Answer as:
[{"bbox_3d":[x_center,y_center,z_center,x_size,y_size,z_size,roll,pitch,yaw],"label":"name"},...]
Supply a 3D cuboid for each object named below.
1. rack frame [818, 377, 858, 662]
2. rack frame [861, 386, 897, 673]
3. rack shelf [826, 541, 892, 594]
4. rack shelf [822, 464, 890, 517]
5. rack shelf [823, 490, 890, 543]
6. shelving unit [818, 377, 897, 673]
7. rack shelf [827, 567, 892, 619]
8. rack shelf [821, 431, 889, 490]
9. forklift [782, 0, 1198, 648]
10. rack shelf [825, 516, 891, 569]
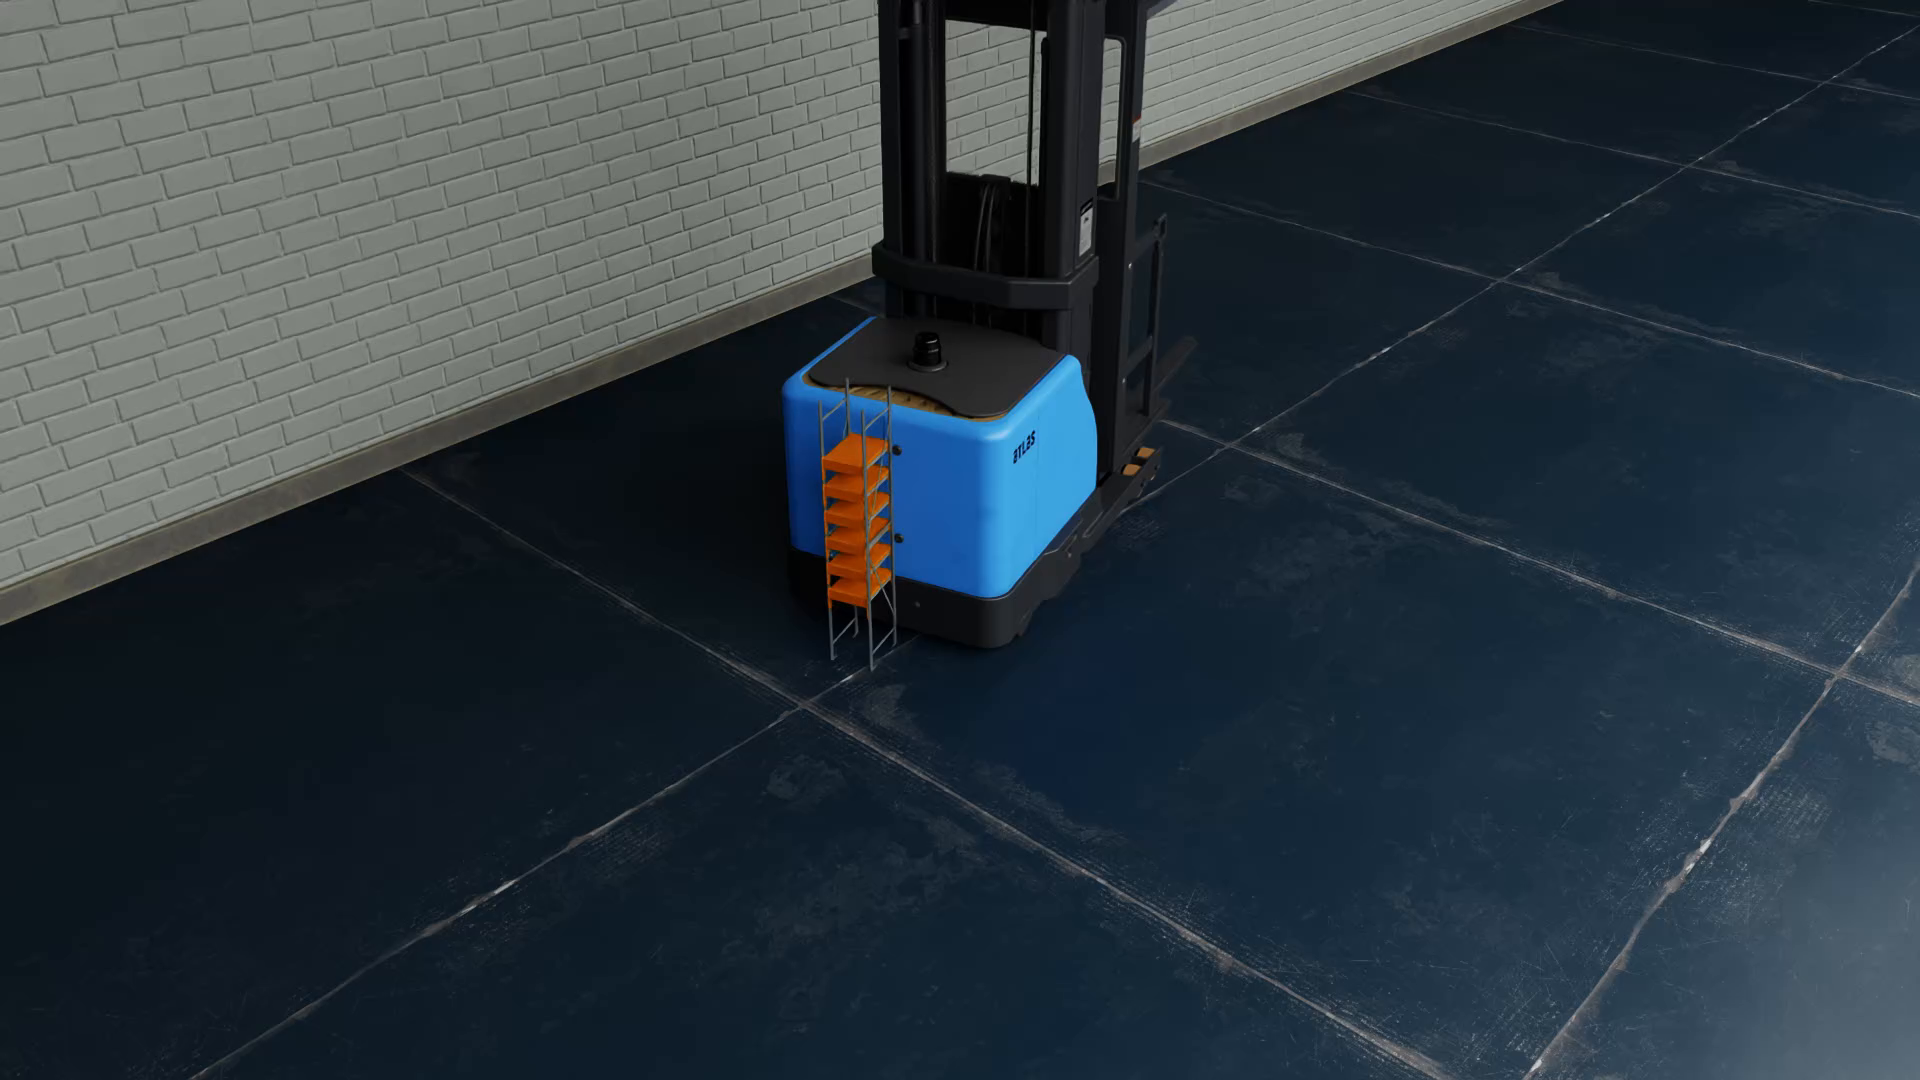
[{"bbox_3d":[-0.486,-0.063,6.692,0.006,1.200,0.240,13,33,21],"label":"rack frame"},{"bbox_3d":[-0.319,-0.025,6.627,0.006,1.200,0.240,13,33,21],"label":"rack frame"},{"bbox_3d":[-0.402,0.097,6.744,0.180,0.103,0.258,13,33,21],"label":"rack shelf"},{"bbox_3d":[-0.402,-0.211,6.559,0.180,0.103,0.258,13,33,21],"label":"rack shelf"},{"bbox_3d":[-0.402,-0.109,6.621,0.180,0.103,0.258,13,33,21],"label":"rack shelf"},{"bbox_3d":[-0.402,-0.044,6.660,0.189,1.200,0.258,13,33,21],"label":"shelving unit"},{"bbox_3d":[-0.402,0.200,6.806,0.180,0.103,0.258,13,33,21],"label":"rack shelf"},{"bbox_3d":[-0.402,-0.314,6.497,0.180,0.103,0.258,13,33,21],"label":"rack shelf"},{"bbox_3d":[0.351,-1.548,7.480,1.130,2.935,3.031,14,34,22],"label":"forklift"},{"bbox_3d":[-0.402,-0.006,6.683,0.180,0.103,0.258,13,33,21],"label":"rack shelf"}]
